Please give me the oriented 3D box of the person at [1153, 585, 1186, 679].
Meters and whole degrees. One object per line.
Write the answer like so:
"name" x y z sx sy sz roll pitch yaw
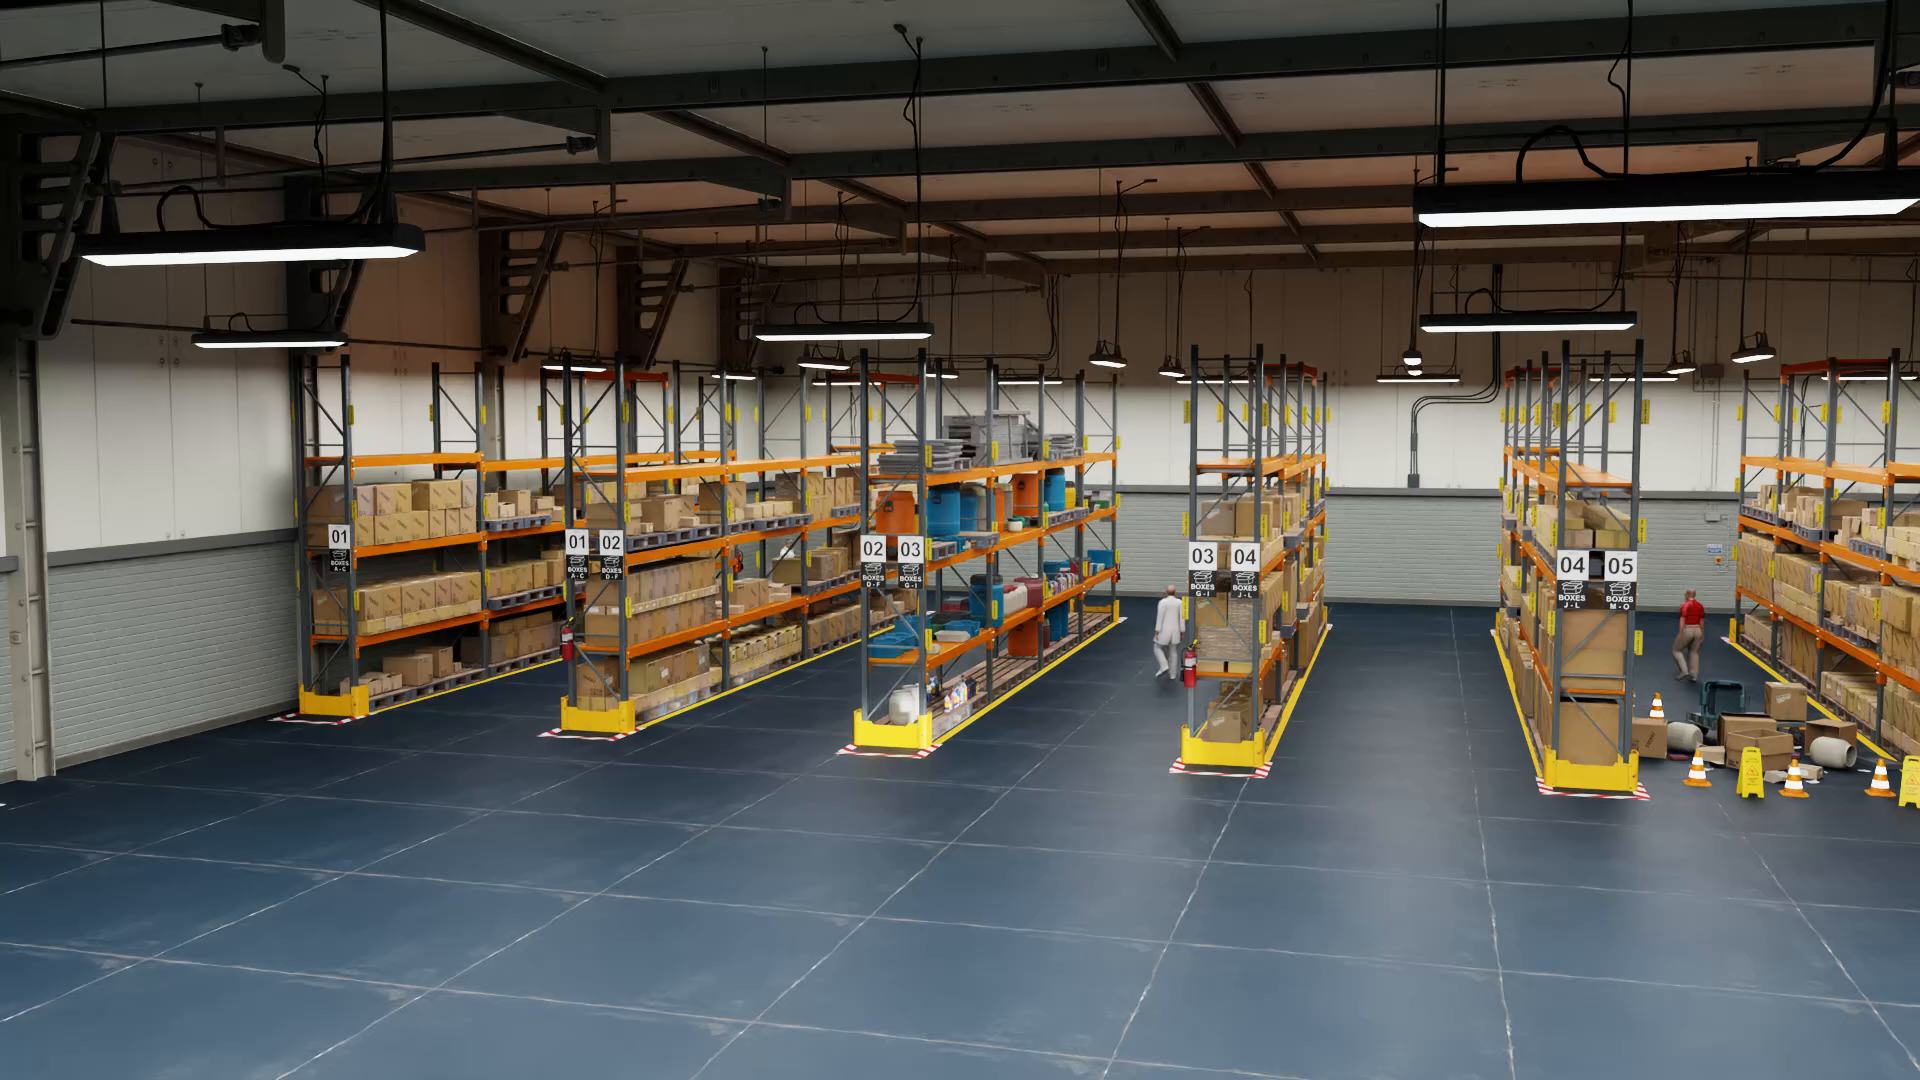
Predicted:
"person" 3.991 1.841 31.591 0.638 1.581 0.532 -1 4 -17

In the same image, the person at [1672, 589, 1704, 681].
"person" 13.778 1.799 31.420 0.580 1.756 0.396 -1 4 -16

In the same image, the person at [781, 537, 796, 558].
"person" -4.550 0.811 44.002 0.499 1.765 0.562 1 4 8
